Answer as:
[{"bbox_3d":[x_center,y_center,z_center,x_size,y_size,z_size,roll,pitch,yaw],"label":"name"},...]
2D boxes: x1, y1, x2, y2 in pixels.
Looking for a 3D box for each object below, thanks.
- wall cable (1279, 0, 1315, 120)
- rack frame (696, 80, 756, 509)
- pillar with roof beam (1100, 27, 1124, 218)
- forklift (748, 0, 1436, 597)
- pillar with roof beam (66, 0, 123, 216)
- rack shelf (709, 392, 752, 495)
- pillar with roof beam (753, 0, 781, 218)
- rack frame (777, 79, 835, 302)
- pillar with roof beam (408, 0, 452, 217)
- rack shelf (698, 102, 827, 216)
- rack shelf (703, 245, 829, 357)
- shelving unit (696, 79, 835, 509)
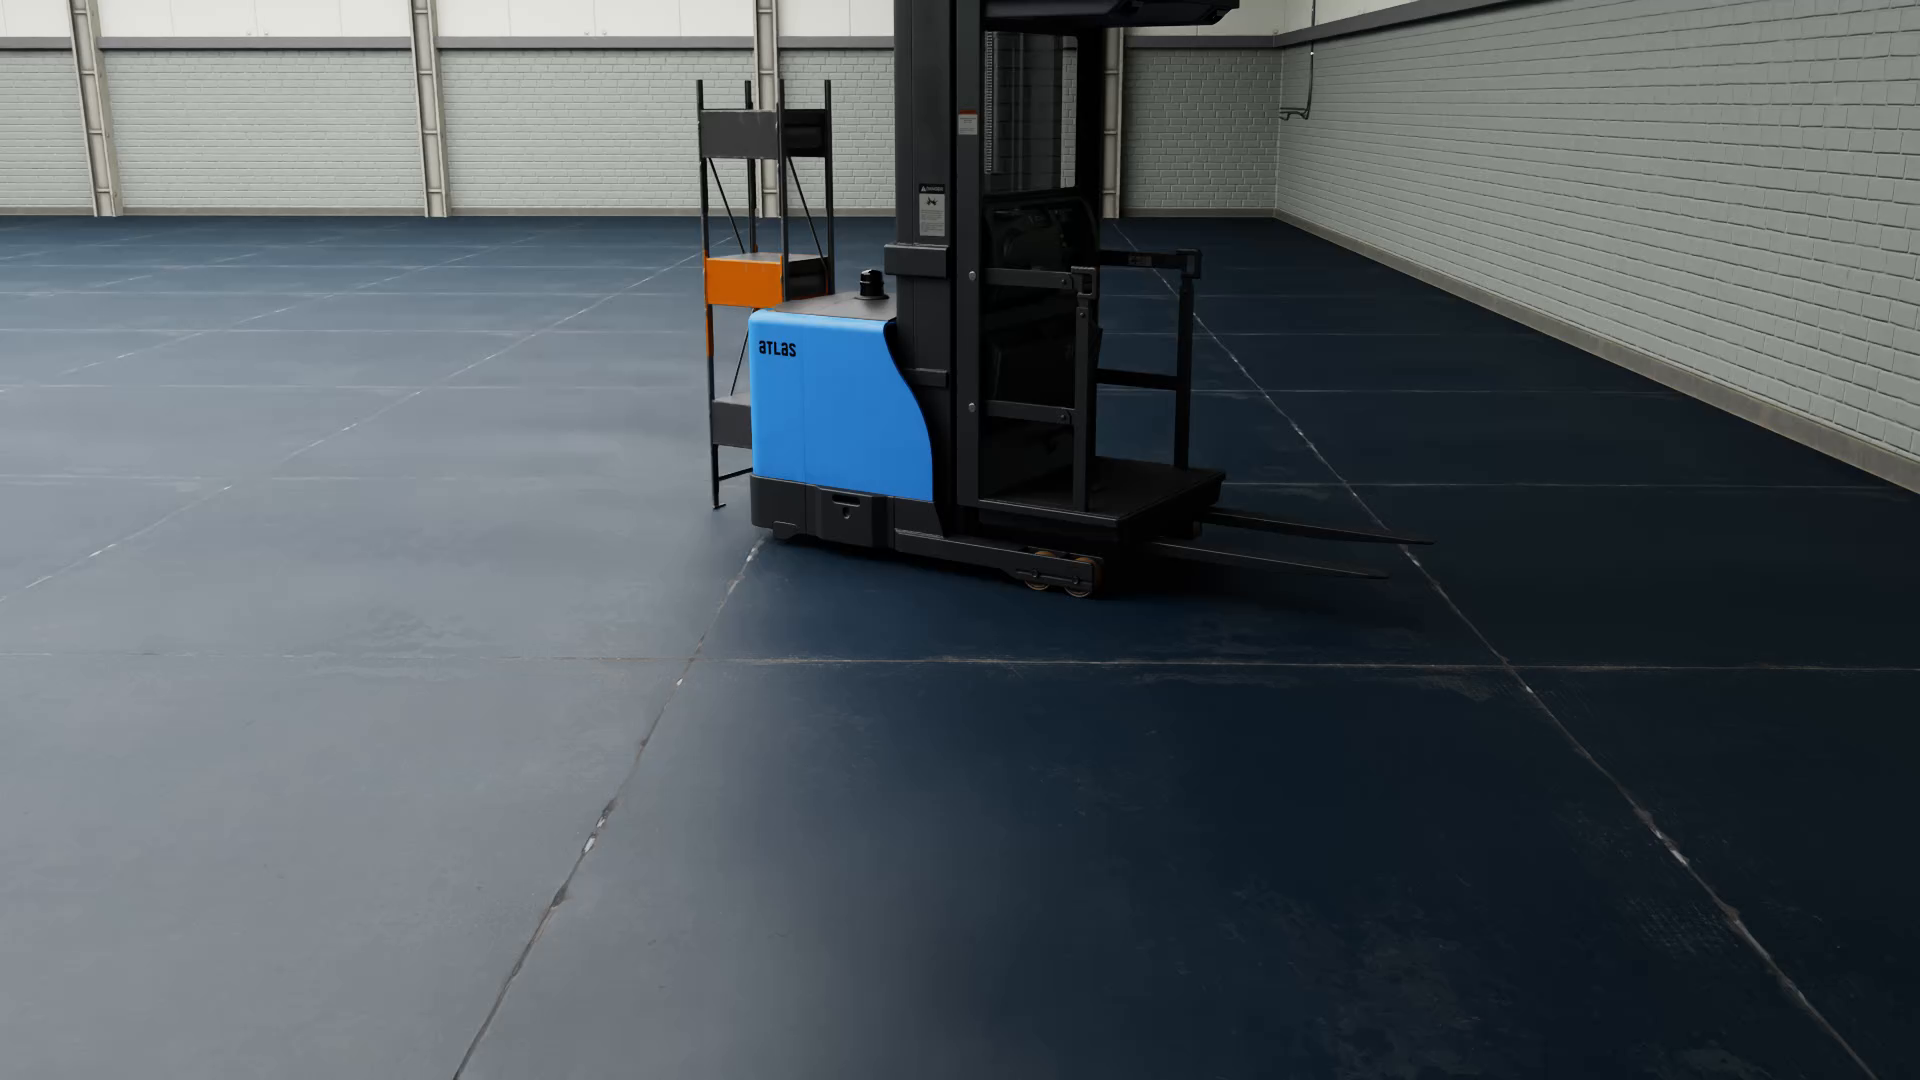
[{"bbox_3d":[5.538,-8.232,27.490,0.112,2.526,3.097,0,15,1],"label":"wall cable"},{"bbox_3d":[-1.145,-1.216,8.335,0.015,2.100,0.400,9,17,31],"label":"rack frame"},{"bbox_3d":[2.517,-8.992,24.283,0.400,9.000,9.100,0,15,1],"label":"pillar with roof beam"},{"bbox_3d":[0.535,-1.332,7.144,3.031,2.935,1.130,9,17,31],"label":"forklift"},{"bbox_3d":[-15.477,-9.110,24.728,0.400,9.000,9.100,0,15,1],"label":"pillar with roof beam"},{"bbox_3d":[-0.938,-0.494,8.392,0.480,0.518,0.431,9,17,31],"label":"rack shelf"},{"bbox_3d":[-3.481,-9.031,24.432,0.400,9.000,9.100,0,15,1],"label":"pillar with roof beam"},{"bbox_3d":[-0.731,-1.151,8.086,0.015,2.100,0.400,9,17,31],"label":"rack frame"},{"bbox_3d":[-9.479,-9.070,24.580,0.400,9.000,9.100,0,15,1],"label":"pillar with roof beam"},{"bbox_3d":[-0.938,-1.847,8.035,0.480,0.518,0.431,9,17,31],"label":"rack shelf"},{"bbox_3d":[-0.938,-1.170,8.214,0.480,0.518,0.431,9,17,31],"label":"rack shelf"},{"bbox_3d":[-0.938,-1.184,8.210,0.503,2.100,0.431,9,17,31],"label":"shelving unit"}]
